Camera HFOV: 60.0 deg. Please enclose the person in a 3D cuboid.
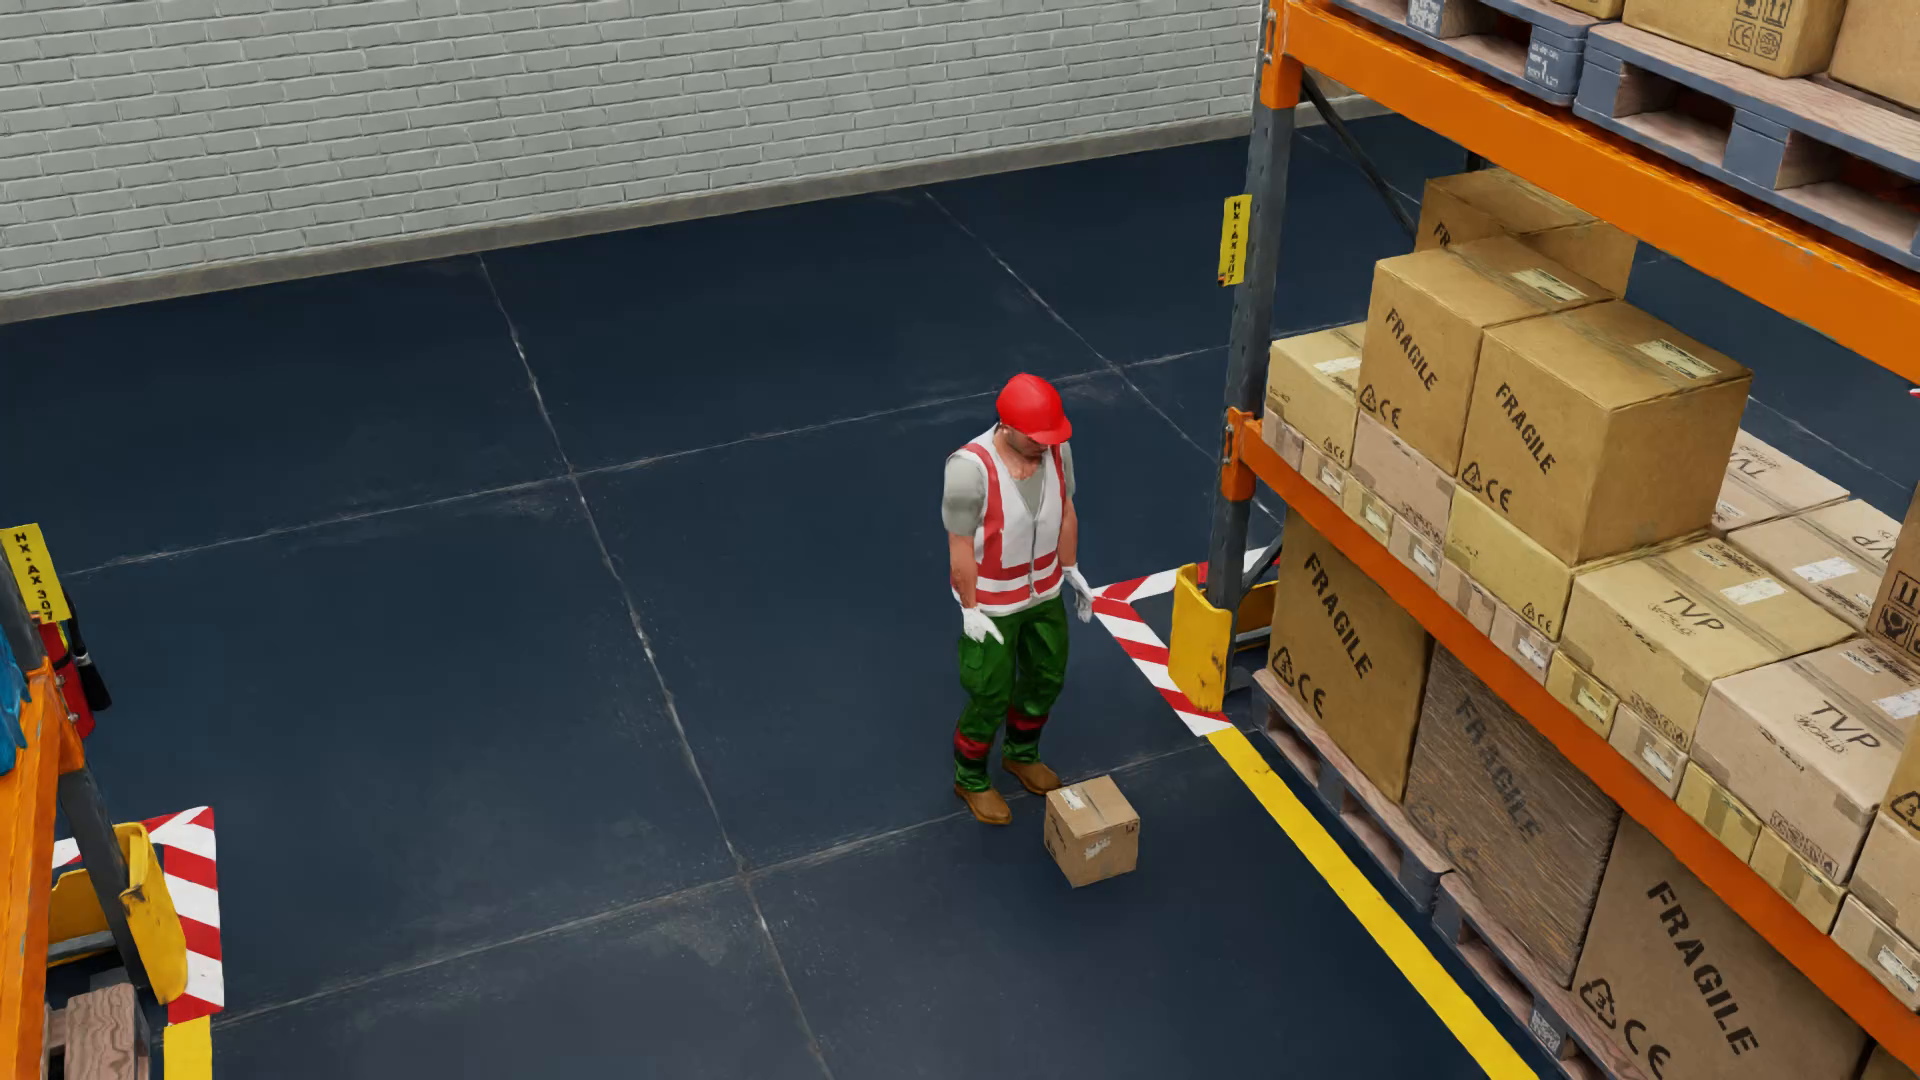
[{"bbox_3d":[0.203,0.201,5.831,0.533,1.768,0.388,-22,39,-30],"label":"person"}]
